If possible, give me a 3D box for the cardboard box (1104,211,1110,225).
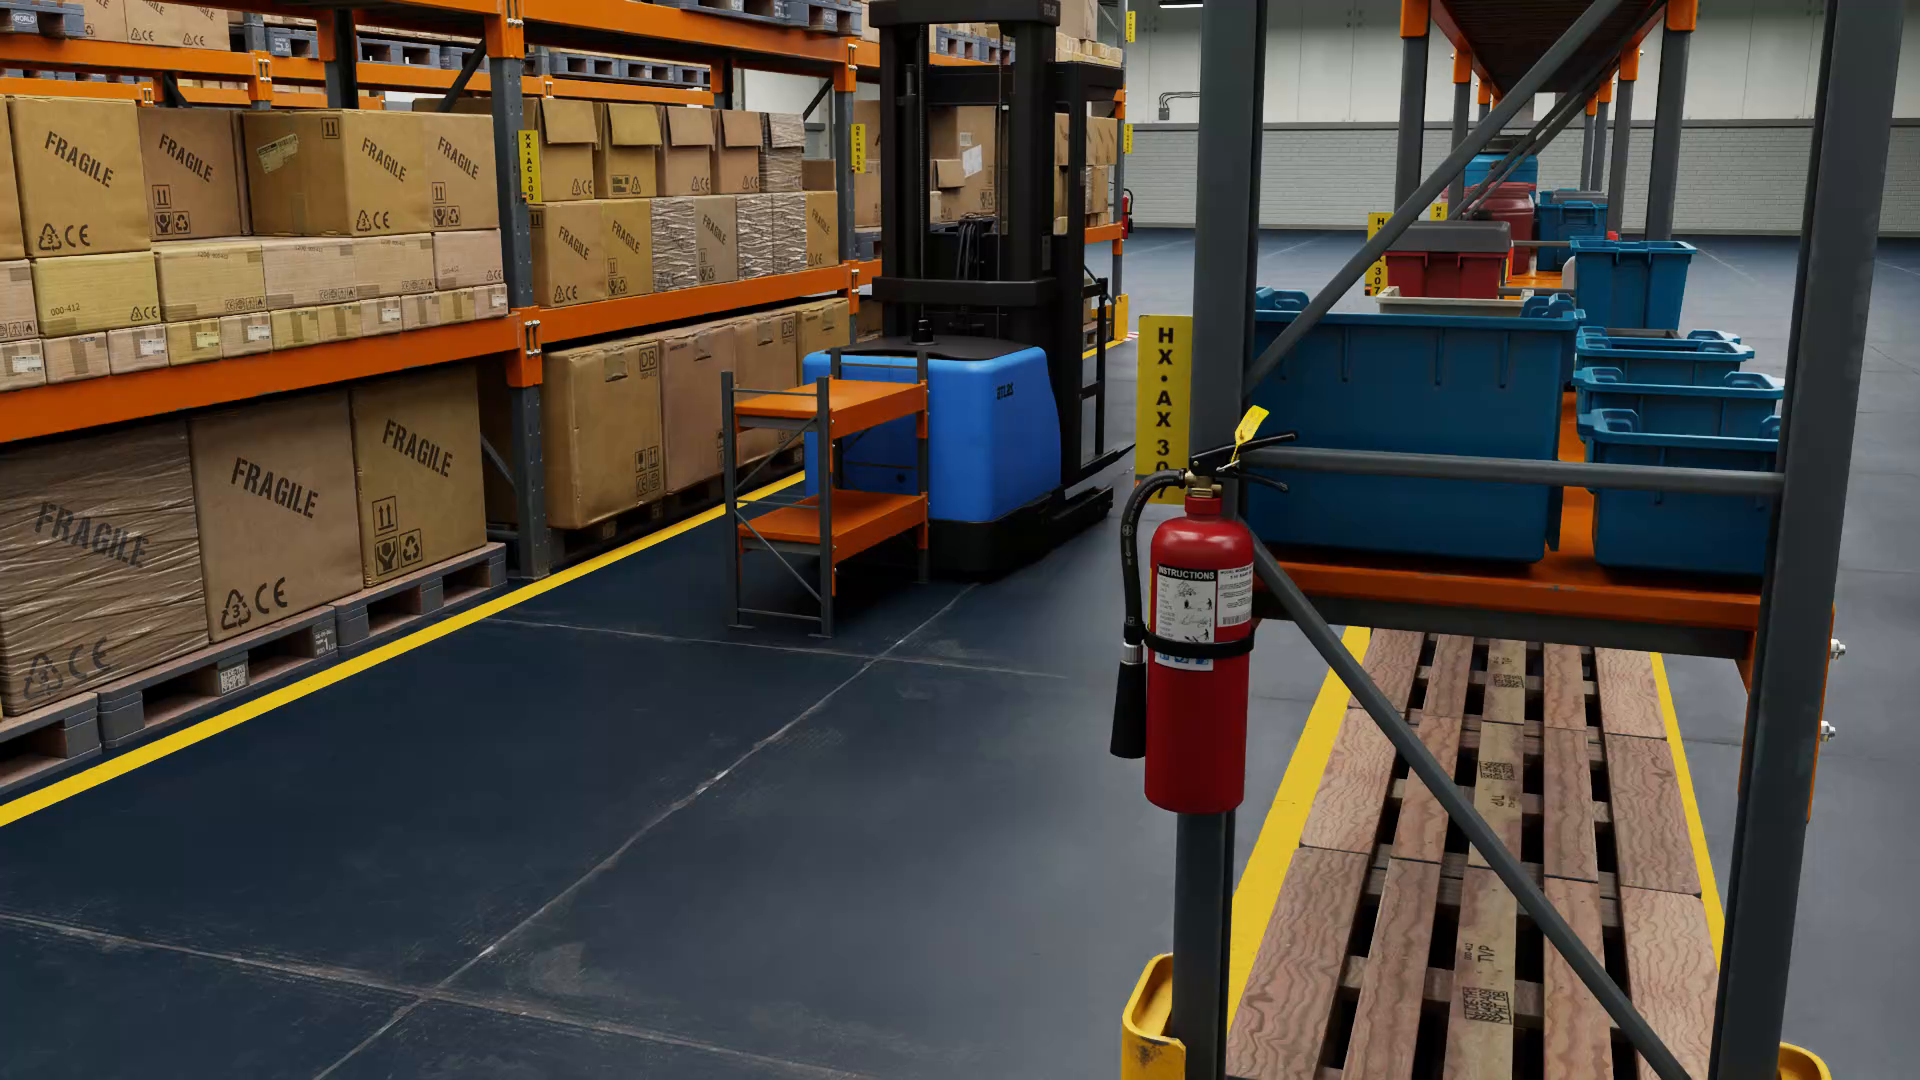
[{"bbox_3d":[1.472,-3.634,18.735,0.380,0.149,0.250,4,14,18],"label":"cardboard box"}]

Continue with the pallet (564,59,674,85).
[{"bbox_3d":[-3.915,-5.215,18.552,1.003,0.211,1.213,4,14,18],"label":"pallet"}]

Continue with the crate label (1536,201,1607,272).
[{"bbox_3d":[4.044,-1.998,10.920,0.502,0.435,0.616,4,14,18],"label":"crate label"}]

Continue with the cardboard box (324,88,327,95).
[{"bbox_3d":[-8.027,-5.682,20.964,0.380,0.149,0.250,5,14,20],"label":"cardboard box"}]

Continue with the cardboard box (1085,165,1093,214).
[{"bbox_3d":[0.914,-3.696,17.545,0.875,0.500,0.500,4,14,18],"label":"cardboard box"}]

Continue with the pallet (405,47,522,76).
[{"bbox_3d":[-4.836,-4.540,15.829,0.805,0.209,1.217,4,13,16],"label":"pallet"}]

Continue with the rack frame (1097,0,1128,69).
[{"bbox_3d":[1.369,-6.757,18.368,1.000,3.000,0.127,4,14,18],"label":"rack frame"}]

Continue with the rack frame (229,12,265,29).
[{"bbox_3d":[-5.880,-5.451,12.645,1.000,3.000,0.127,4,14,18],"label":"rack frame"}]

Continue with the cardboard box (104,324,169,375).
[{"bbox_3d":[-2.968,-0.662,5.714,0.380,0.149,0.250,4,14,18],"label":"cardboard box"}]

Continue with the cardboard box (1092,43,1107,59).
[{"bbox_3d":[1.335,-5.168,17.590,0.380,0.149,0.250,4,14,19],"label":"cardboard box"}]

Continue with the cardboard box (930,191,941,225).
[{"bbox_3d":[-0.460,-2.615,13.099,0.500,0.250,0.500,4,13,17],"label":"cardboard box"}]

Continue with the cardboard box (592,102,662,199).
[{"bbox_3d":[-2.082,-2.122,9.064,0.797,0.503,0.637,5,14,19],"label":"cardboard box"}]

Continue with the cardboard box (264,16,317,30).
[{"bbox_3d":[-5.438,-4.335,13.530,0.500,0.311,0.500,4,14,18],"label":"cardboard box"}]

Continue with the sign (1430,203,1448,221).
[{"bbox_3d":[2.944,-1.908,10.242,0.100,0.325,0.005,4,14,18],"label":"sign"}]

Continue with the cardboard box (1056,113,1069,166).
[{"bbox_3d":[0.783,-3.958,16.447,0.500,0.500,0.500,4,14,18],"label":"cardboard box"}]

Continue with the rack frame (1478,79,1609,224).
[{"bbox_3d":[4.761,-2.633,13.783,1.000,3.000,0.127,4,14,18],"label":"rack frame"}]

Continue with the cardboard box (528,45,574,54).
[{"bbox_3d":[-4.147,-5.014,16.868,0.380,0.149,0.250,4,13,17],"label":"cardboard box"}]

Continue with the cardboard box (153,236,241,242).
[{"bbox_3d":[-3.242,-1.083,6.661,0.500,0.250,0.500,5,14,20],"label":"cardboard box"}]

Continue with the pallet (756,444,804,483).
[{"bbox_3d":[-1.546,-0.627,11.262,1.003,0.211,1.213,4,14,18],"label":"pallet"}]

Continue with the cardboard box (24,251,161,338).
[{"bbox_3d":[-3.070,-0.832,5.561,0.500,0.250,0.500,4,13,17],"label":"cardboard box"}]

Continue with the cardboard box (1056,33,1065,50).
[{"bbox_3d":[0.808,-4.841,16.155,0.380,0.149,0.250,4,13,17],"label":"cardboard box"}]

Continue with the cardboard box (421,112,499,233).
[{"bbox_3d":[-2.410,-1.627,7.357,0.500,0.500,0.500,5,14,20],"label":"cardboard box"}]

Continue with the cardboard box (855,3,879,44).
[{"bbox_3d":[-0.827,-3.617,11.691,0.500,0.250,0.500,5,14,19],"label":"cardboard box"}]

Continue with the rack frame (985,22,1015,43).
[{"bbox_3d":[0.074,-5.914,14.678,1.000,3.000,0.127,4,14,18],"label":"rack frame"}]

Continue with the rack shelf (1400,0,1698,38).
[{"bbox_3d":[1.525,-1.639,4.304,1.077,0.370,4.000,4,14,18],"label":"rack shelf"}]

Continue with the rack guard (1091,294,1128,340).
[{"bbox_3d":[1.344,-2.597,19.243,1.175,0.500,0.348,4,14,18],"label":"rack guard"}]

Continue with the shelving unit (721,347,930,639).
[{"bbox_3d":[-0.583,-0.253,7.567,0.538,1.125,1.048,5,14,22],"label":"shelving unit"}]

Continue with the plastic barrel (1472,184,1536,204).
[{"bbox_3d":[3.866,-2.268,11.878,0.433,0.535,0.433,0,13,0],"label":"plastic barrel"}]

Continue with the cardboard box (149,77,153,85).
[{"bbox_3d":[-8.966,-5.091,18.378,0.380,0.149,0.250,4,13,18],"label":"cardboard box"}]

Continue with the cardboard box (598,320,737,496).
[{"bbox_3d":[-2.038,-0.798,9.576,1.225,0.875,0.875,4,13,16],"label":"cardboard box"}]

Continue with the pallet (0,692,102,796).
[{"bbox_3d":[-3.624,0.723,5.348,1.003,0.211,1.213,4,14,18],"label":"pallet"}]

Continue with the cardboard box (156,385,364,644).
[{"bbox_3d":[-3.095,-0.151,6.741,0.875,0.875,0.875,4,14,18],"label":"cardboard box"}]

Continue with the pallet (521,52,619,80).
[{"bbox_3d":[-4.312,-4.959,17.430,1.003,0.211,1.213,4,14,18],"label":"pallet"}]

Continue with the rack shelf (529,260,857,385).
[{"bbox_3d":[-1.867,-1.376,9.890,1.077,0.370,4.000,4,14,18],"label":"rack shelf"}]

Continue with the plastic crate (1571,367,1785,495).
[{"bbox_3d":[1.483,-0.221,3.456,0.416,0.233,0.300,4,14,18],"label":"plastic crate"}]

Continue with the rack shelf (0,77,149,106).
[{"bbox_3d":[-9.950,-4.394,16.372,1.077,0.370,4.000,4,14,18],"label":"rack shelf"}]

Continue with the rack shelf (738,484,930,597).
[{"bbox_3d":[-0.583,-0.014,7.621,0.538,0.278,1.000,5,14,22],"label":"rack shelf"}]

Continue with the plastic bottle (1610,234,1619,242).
[{"bbox_3d":[3.176,-1.313,8.109,0.144,0.351,0.185,4,14,18],"label":"plastic bottle"}]

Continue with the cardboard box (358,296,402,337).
[{"bbox_3d":[-2.552,-0.932,6.897,0.380,0.149,0.250,5,14,19],"label":"cardboard box"}]

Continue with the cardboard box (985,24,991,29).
[{"bbox_3d":[-0.021,-5.003,15.407,0.500,0.500,0.500,4,13,17],"label":"cardboard box"}]

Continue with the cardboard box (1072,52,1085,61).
[{"bbox_3d":[0.962,-4.782,16.796,0.500,0.250,0.500,4,13,17],"label":"cardboard box"}]

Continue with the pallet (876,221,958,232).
[{"bbox_3d":[-0.618,-2.474,13.516,1.003,0.211,1.213,4,14,18],"label":"pallet"}]

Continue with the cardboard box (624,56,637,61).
[{"bbox_3d":[-3.736,-5.282,18.043,0.380,0.149,0.250,4,14,18],"label":"cardboard box"}]

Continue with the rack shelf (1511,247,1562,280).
[{"bbox_3d":[4.114,-1.861,12.018,1.077,0.370,4.000,4,14,18],"label":"rack shelf"}]

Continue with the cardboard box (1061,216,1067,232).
[{"bbox_3d":[0.901,-3.207,16.864,0.380,0.149,0.250,4,14,18],"label":"cardboard box"}]

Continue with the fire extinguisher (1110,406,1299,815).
[{"bbox_3d":[0.399,0.112,2.767,0.296,0.674,0.183,4,14,18],"label":"fire extinguisher"}]

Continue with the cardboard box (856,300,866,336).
[{"bbox_3d":[-1.032,-1.652,12.428,0.500,0.250,0.500,5,14,21],"label":"cardboard box"}]

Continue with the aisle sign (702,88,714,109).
[{"bbox_3d":[-2.985,-5.471,20.374,0.394,0.787,0.004,4,14,18],"label":"aisle sign"}]

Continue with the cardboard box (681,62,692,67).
[{"bbox_3d":[-3.326,-5.549,19.213,0.380,0.149,0.250,4,14,19],"label":"cardboard box"}]

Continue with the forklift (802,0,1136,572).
[{"bbox_3d":[0.240,-1.557,9.223,1.130,2.935,3.031,5,14,22],"label":"forklift"}]

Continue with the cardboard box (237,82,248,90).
[{"bbox_3d":[-8.470,-5.356,19.537,0.380,0.149,0.250,4,13,17],"label":"cardboard box"}]

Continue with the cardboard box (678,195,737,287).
[{"bbox_3d":[-1.642,-1.753,9.703,0.500,0.500,0.500,5,14,19],"label":"cardboard box"}]

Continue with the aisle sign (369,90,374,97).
[{"bbox_3d":[-7.714,-5.805,21.838,0.394,0.787,0.004,4,14,18],"label":"aisle sign"}]

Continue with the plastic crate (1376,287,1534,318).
[{"bbox_3d":[1.504,-0.612,5.059,0.437,0.282,0.530,4,14,18],"label":"plastic crate"}]
